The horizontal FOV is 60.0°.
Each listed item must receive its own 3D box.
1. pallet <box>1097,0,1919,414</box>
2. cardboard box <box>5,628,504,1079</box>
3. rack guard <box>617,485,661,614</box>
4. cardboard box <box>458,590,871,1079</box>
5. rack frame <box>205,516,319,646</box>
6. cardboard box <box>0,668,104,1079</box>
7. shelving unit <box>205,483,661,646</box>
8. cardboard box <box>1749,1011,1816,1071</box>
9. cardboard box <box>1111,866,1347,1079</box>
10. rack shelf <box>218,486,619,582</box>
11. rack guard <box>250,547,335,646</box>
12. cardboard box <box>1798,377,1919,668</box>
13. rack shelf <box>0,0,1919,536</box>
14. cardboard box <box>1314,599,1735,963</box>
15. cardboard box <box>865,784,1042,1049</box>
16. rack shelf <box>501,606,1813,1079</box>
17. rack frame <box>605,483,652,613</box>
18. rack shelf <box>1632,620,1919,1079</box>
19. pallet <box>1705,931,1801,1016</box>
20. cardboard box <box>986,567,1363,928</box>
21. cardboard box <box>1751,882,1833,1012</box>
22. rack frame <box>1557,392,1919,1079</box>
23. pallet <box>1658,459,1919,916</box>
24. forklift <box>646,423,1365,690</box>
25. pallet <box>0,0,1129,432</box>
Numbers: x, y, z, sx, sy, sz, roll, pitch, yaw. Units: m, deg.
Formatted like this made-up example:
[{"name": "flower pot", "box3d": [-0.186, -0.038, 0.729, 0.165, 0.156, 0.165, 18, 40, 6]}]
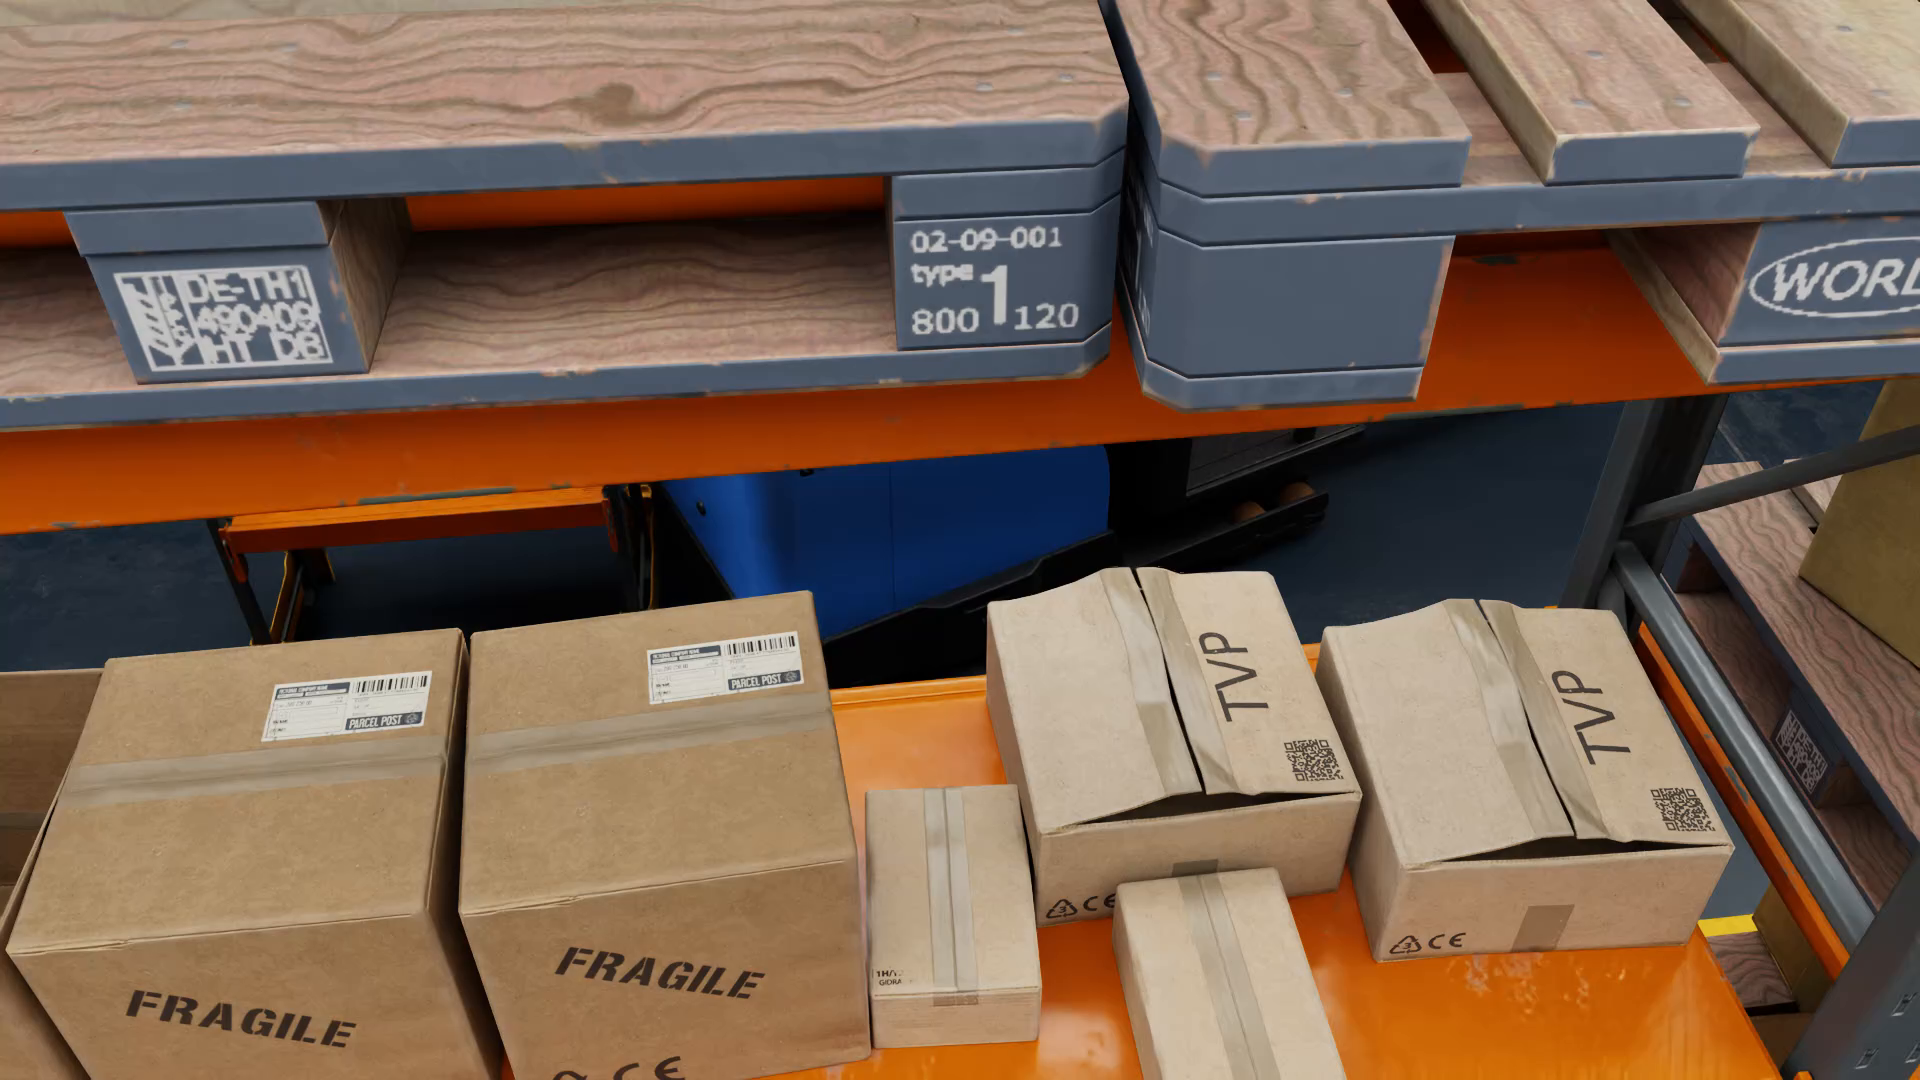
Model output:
[{"name": "pallet", "box3d": [0.579, -0.595, 1.571, 1.003, 0.211, 1.213, -3, 42, -4]}, {"name": "cardboard box", "box3d": [-0.943, 0.496, 2.386, 0.500, 0.500, 0.500, -5, 42, -5]}, {"name": "rack guard", "box3d": [-0.947, 0.122, 4.928, 0.087, 0.250, 0.587, -5, 42, -5]}, {"name": "cardboard box", "box3d": [-0.421, 0.450, 2.437, 0.500, 0.500, 0.500, -7, 43, -8]}, {"name": "rack frame", "box3d": [-1.955, -0.260, 4.418, 0.032, 1.500, 0.500, -5, 42, -5]}, {"name": "cardboard box", "box3d": [-1.440, 0.539, 2.338, 0.500, 0.500, 0.500, -2, 42, -2]}, {"name": "shelving unit", "box3d": [-1.441, -0.302, 4.465, 1.083, 1.500, 0.587, -5, 42, -5]}, {"name": "cardboard box", "box3d": [1.729, 1.246, 3.167, 0.500, 0.500, 0.500, -3, 42, -4]}, {"name": "cardboard box", "box3d": [0.384, 0.686, 2.438, 0.250, 0.149, 0.380, -5, 42, -6]}, {"name": "rack shelf", "box3d": [-1.450, -0.167, 4.584, 1.000, 0.185, 0.538, -5, 42, -5]}, {"name": "rack guard", "box3d": [-1.936, 0.203, 4.838, 0.087, 0.250, 0.587, -5, 42, -5]}, {"name": "cardboard box", "box3d": [1.850, 0.008, 2.613, 0.500, 0.500, 0.700, -19, 45, -20]}, {"name": "rack shelf", "box3d": [-0.743, -0.342, 1.688, 4.000, 0.370, 1.077, -5, 42, -6]}, {"name": "cardboard box", "box3d": [0.874, 0.366, 2.671, 0.500, 0.311, 0.500, -3, 42, -3]}, {"name": "cardboard box", "box3d": [-0.017, 0.572, 2.564, 0.250, 0.149, 0.380, -2, 42, -2]}, {"name": "rack shelf", "box3d": [-0.743, 0.771, 2.692, 4.000, 0.370, 1.077, -5, 42, -6]}, {"name": "rack frame", "box3d": [-0.946, -0.342, 4.510, 0.032, 1.500, 0.500, -5, 42, -5]}, {"name": "rack shelf", "box3d": [3.223, 0.424, 3.077, 4.000, 0.370, 1.077, -5, 42, -6]}, {"name": "pallet", "box3d": [1.986, 1.326, 3.622, 1.213, 0.211, 1.003, -5, 42, -6]}, {"name": "cardboard box", "box3d": [0.328, 0.313, 2.730, 0.500, 0.311, 0.500, -5, 42, -6]}, {"name": "cardboard box", "box3d": [2.137, 0.858, 3.597, 0.500, 0.500, 0.500, -3, 42, -4]}, {"name": "rack frame", "box3d": [1.240, 0.331, 2.644, 0.127, 3.000, 1.000, -5, 42, -6]}, {"name": "pallet", "box3d": [1.903, 0.296, 2.825, 1.003, 0.211, 1.213, -5, 42, -6]}, {"name": "forklift", "box3d": [0.573, -1.331, 4.537, 3.031, 2.935, 1.130, -20, 46, -21]}, {"name": "pallet", "box3d": [-0.530, -0.496, 1.461, 1.213, 0.211, 1.003, -3, 42, -4]}]
